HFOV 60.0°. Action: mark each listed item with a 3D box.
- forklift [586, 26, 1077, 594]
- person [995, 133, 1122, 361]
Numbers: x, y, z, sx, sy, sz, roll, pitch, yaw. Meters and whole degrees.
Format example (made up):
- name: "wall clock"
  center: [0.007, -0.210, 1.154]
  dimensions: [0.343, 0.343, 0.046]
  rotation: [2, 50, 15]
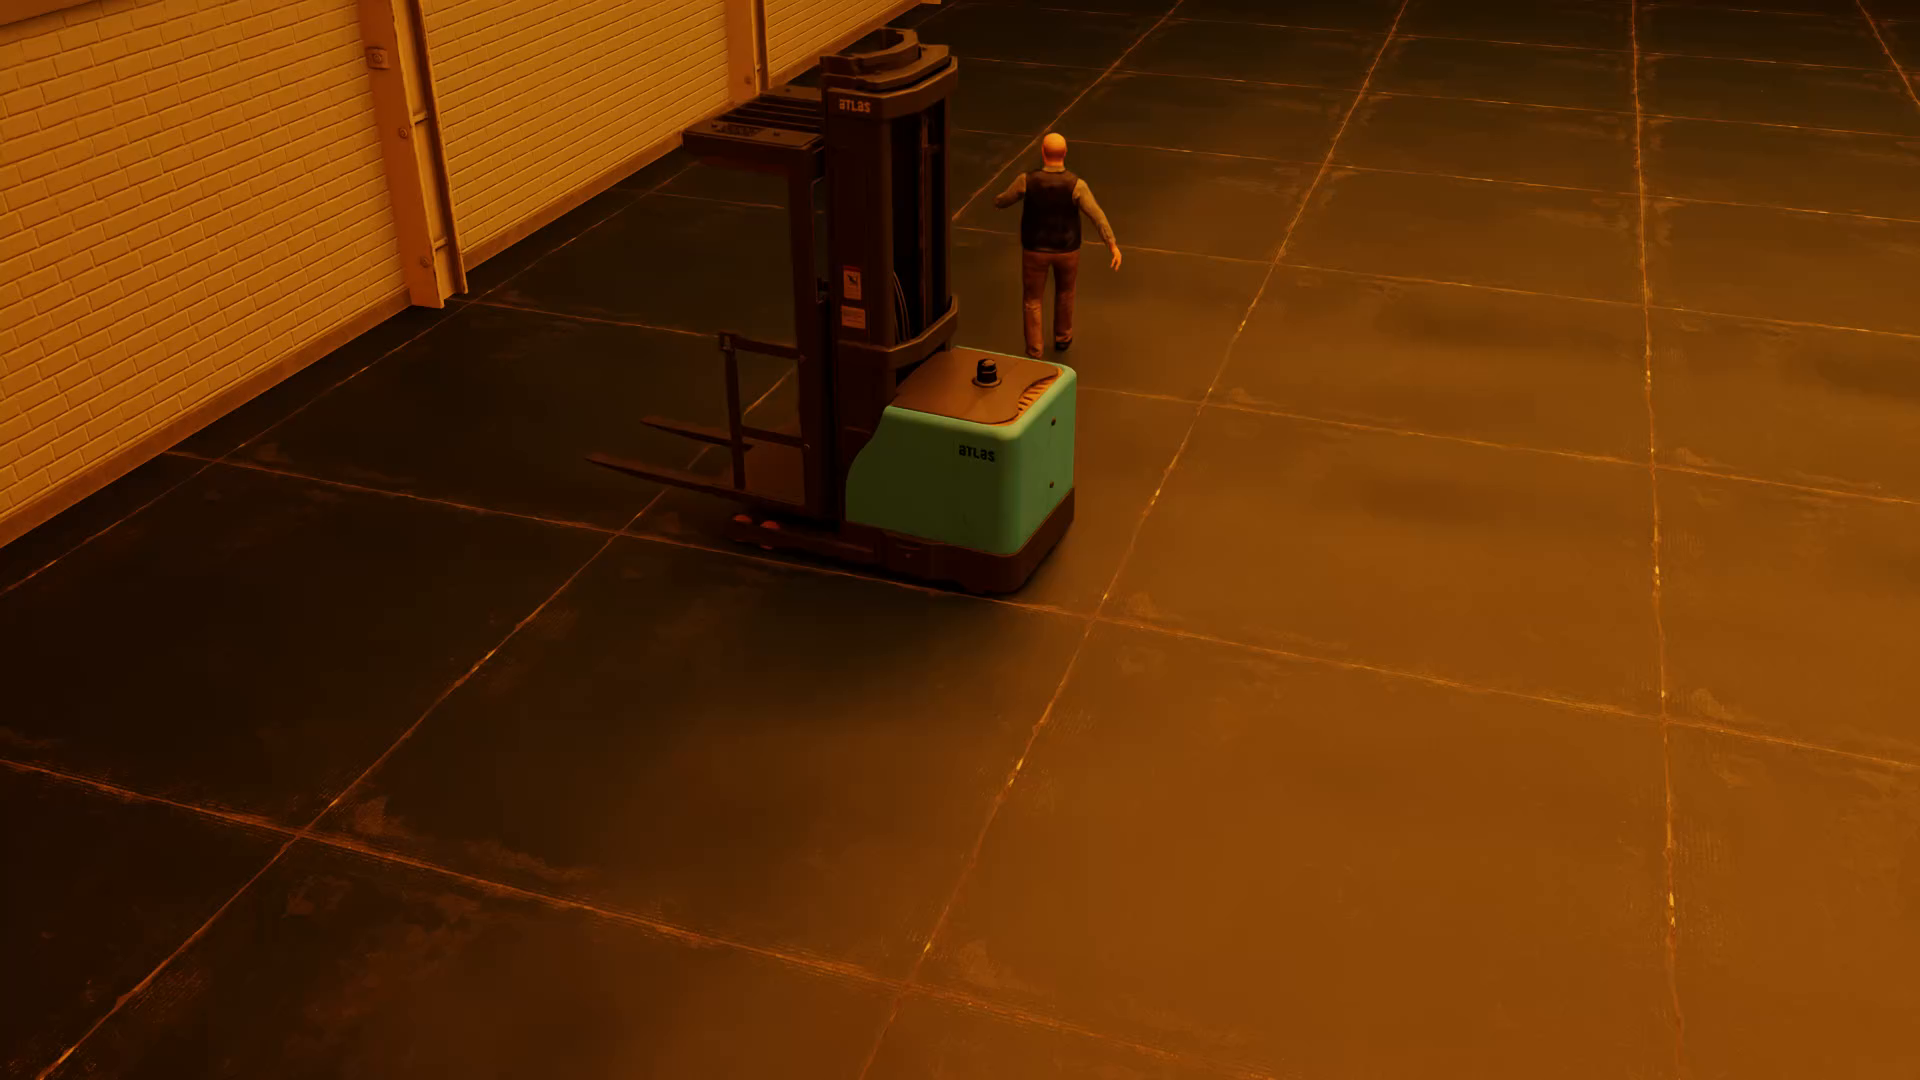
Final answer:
- name: "forklift"
  center: [-0.865, -1.442, 9.666]
  dimensions: [3.031, 2.935, 1.130]
  rotation: [13, 32, 21]
- name: "person"
  center: [0.705, -2.143, 12.166]
  dimensions: [0.947, 1.701, 0.749]
  rotation: [2, 30, 4]
